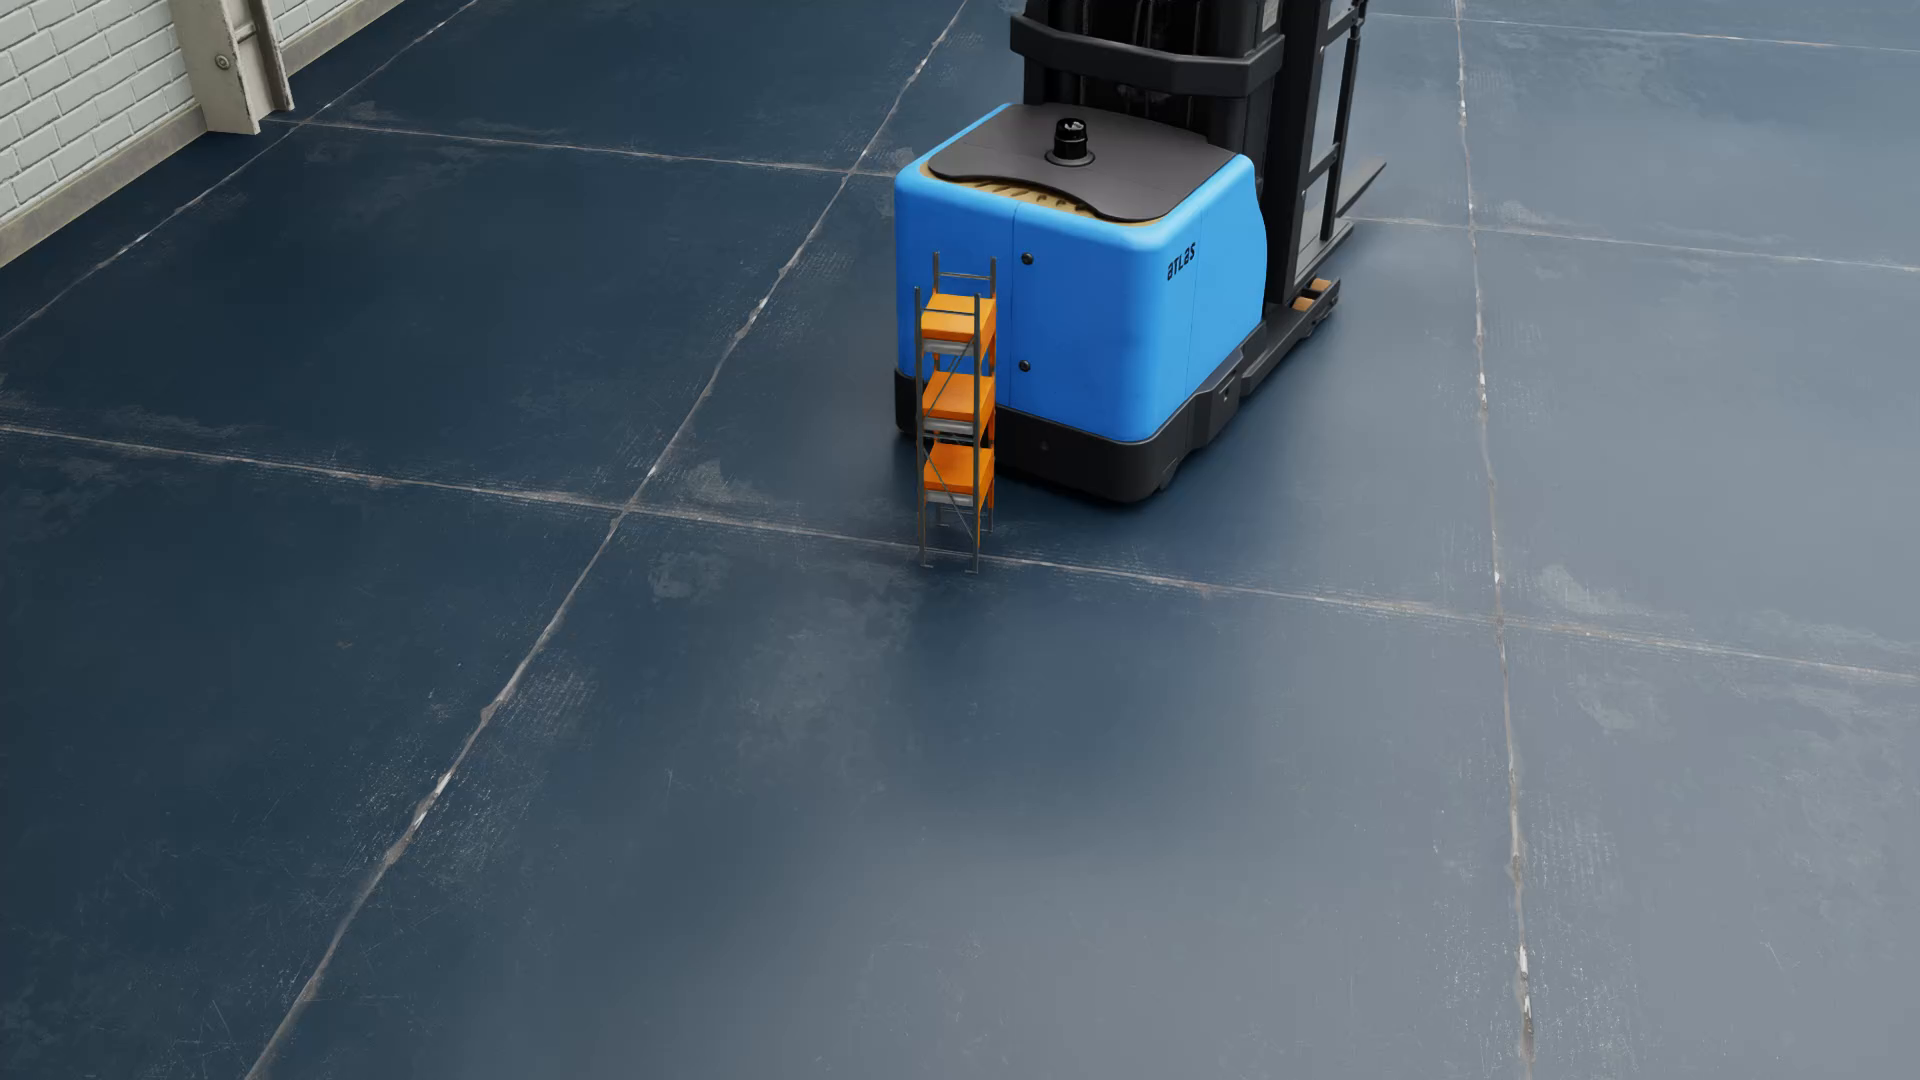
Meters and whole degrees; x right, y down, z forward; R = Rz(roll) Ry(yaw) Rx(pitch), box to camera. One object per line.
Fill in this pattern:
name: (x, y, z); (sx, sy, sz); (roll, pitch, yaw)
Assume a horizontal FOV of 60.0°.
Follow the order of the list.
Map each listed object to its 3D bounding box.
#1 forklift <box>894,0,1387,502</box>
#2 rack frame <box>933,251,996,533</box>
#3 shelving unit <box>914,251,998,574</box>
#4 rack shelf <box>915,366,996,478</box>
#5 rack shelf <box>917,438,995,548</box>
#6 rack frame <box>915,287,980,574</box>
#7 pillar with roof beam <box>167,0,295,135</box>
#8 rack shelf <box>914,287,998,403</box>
forklift: (0.950, -2.156, 6.227); (1.130, 2.935, 3.031); (19, 40, 25)
rack frame: (0.015, -0.464, 5.496); (0.200, 1.050, 0.008); (7, 37, 10)
shelving unit: (-0.011, -0.394, 5.400); (0.215, 1.050, 0.252); (7, 37, 10)
rack shelf: (-0.011, -0.386, 5.406); (0.215, 0.259, 0.240); (7, 37, 10)
rack shelf: (-0.011, -0.161, 5.569); (0.215, 0.259, 0.240); (7, 37, 10)
rack frame: (-0.038, -0.324, 5.303); (0.200, 1.050, 0.008); (7, 37, 10)
pillar with roof beam: (0.425, -5.347, 5.460); (9.100, 9.000, 0.400); (7, 37, 10)
rack shelf: (-0.011, -0.616, 5.239); (0.215, 0.259, 0.240); (7, 37, 10)
